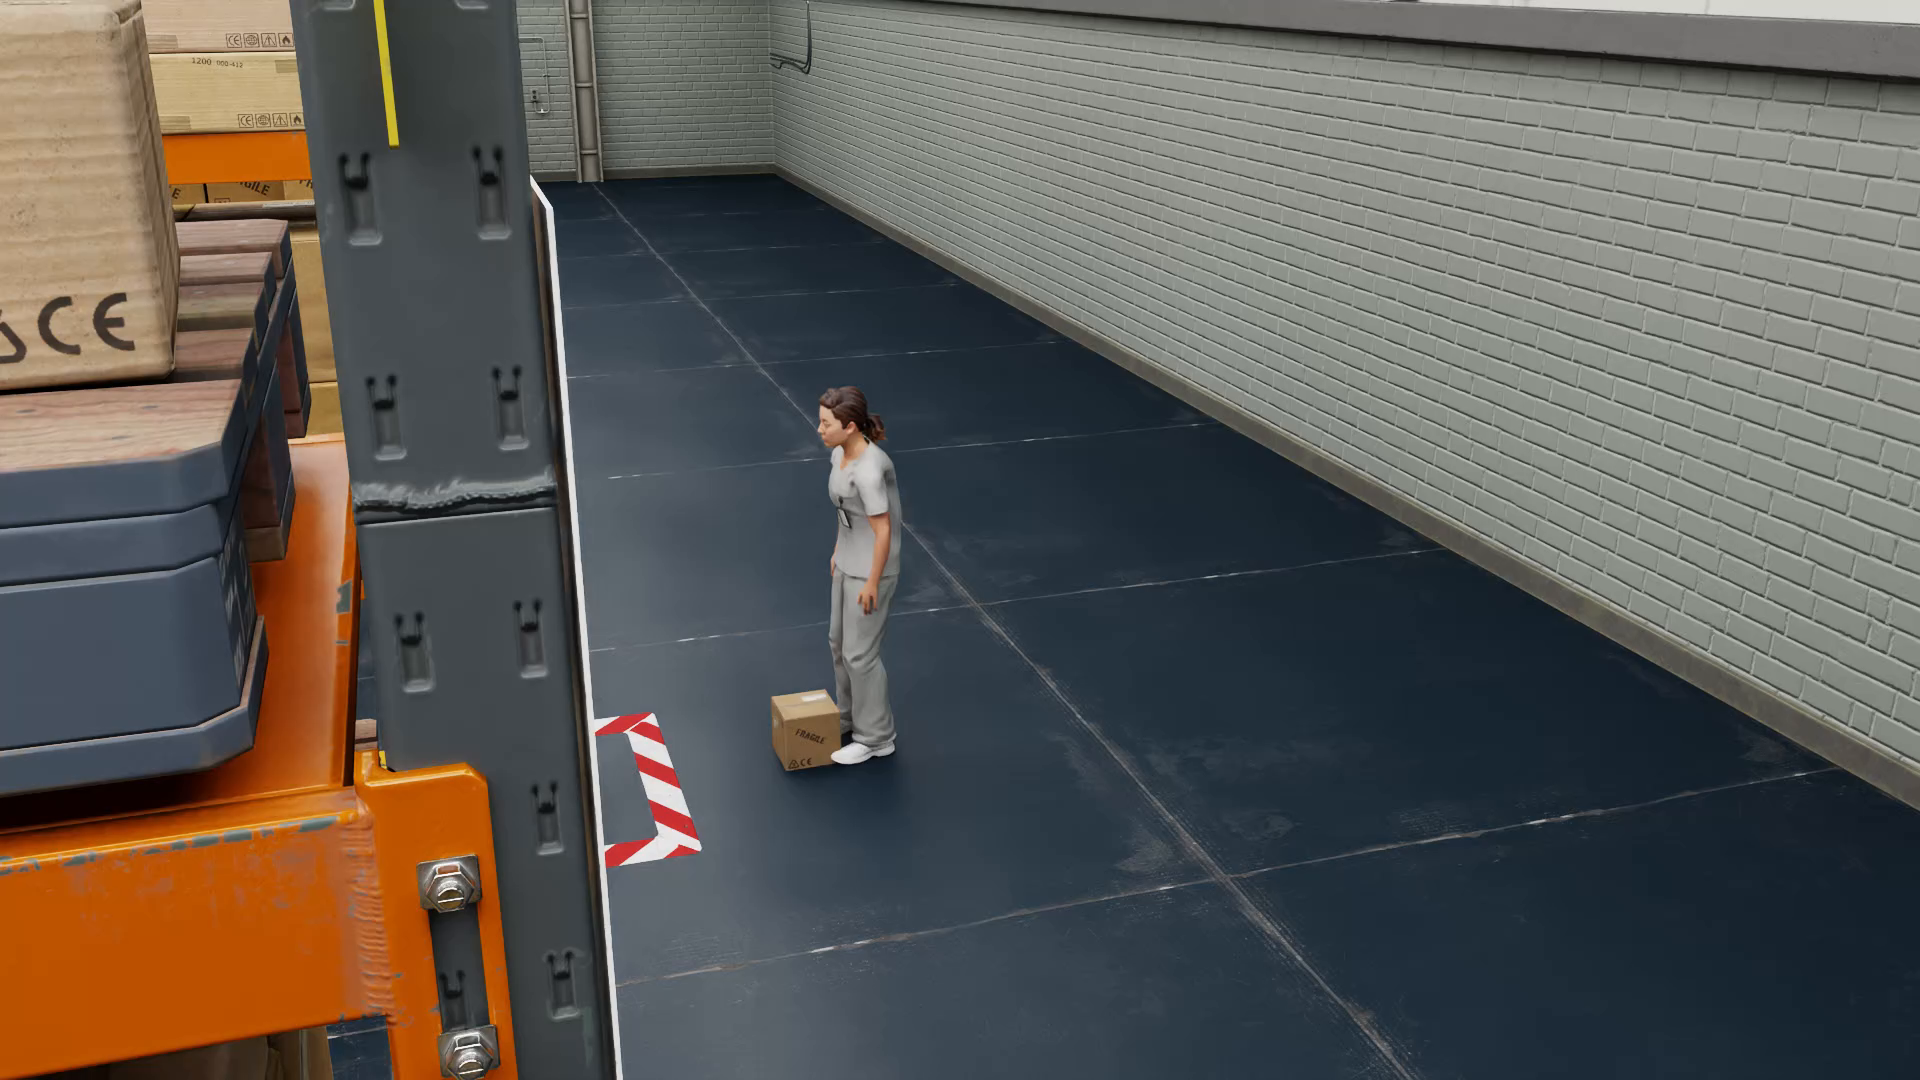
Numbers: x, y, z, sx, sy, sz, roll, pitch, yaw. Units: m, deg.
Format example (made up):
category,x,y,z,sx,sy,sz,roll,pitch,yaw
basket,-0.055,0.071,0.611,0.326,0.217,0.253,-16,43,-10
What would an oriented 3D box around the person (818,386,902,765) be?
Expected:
category,x,y,z,sx,sy,sz,roll,pitch,yaw
person,-0.443,0.137,7.181,0.360,1.671,0.500,-7,21,-20
